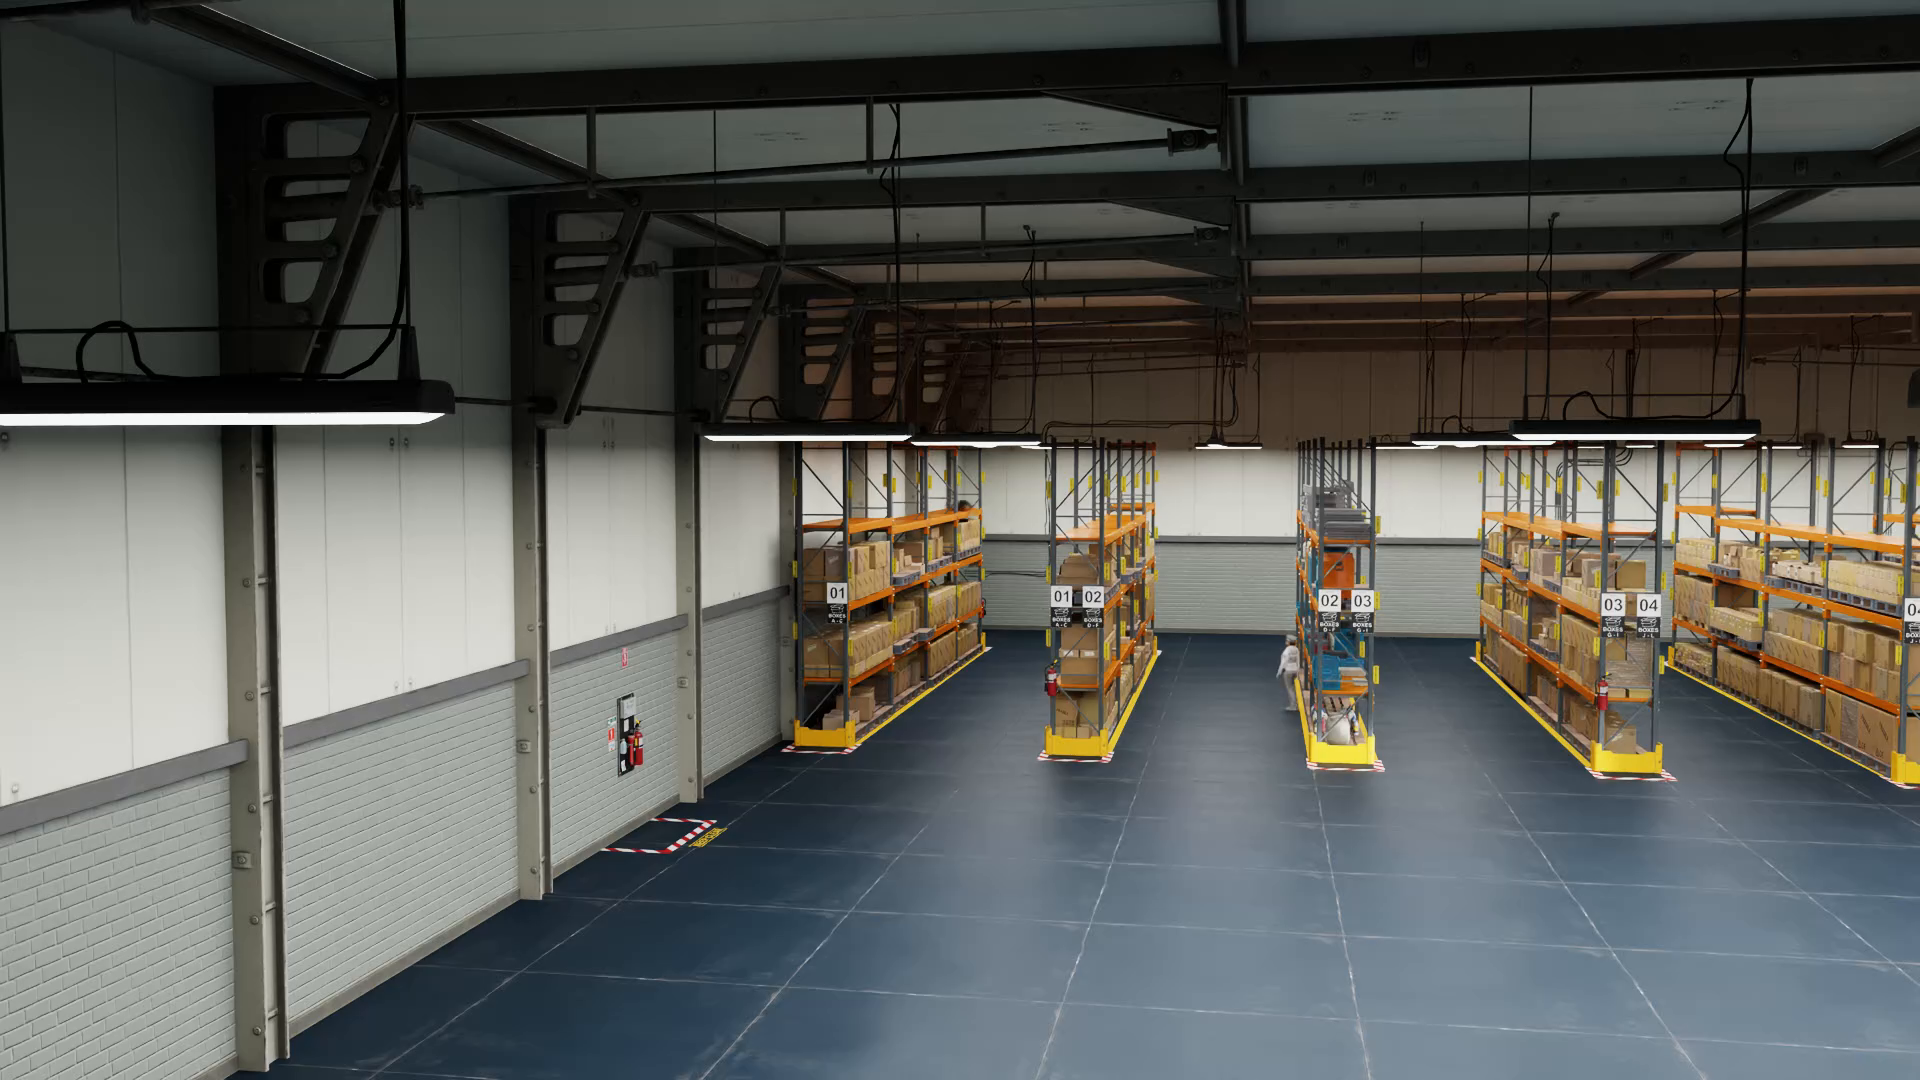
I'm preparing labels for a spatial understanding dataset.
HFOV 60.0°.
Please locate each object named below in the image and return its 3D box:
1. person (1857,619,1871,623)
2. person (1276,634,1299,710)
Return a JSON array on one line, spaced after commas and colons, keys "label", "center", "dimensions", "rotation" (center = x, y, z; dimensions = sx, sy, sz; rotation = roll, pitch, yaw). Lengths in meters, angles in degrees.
[{"label": "person", "center": [21.588, 2.739, 39.714], "dimensions": [0.641, 1.806, 0.609], "rotation": [0, 3, -8]}, {"label": "person", "center": [7.266, 2.948, 36.747], "dimensions": [0.510, 1.733, 0.469], "rotation": [-2, 4, -39]}]
